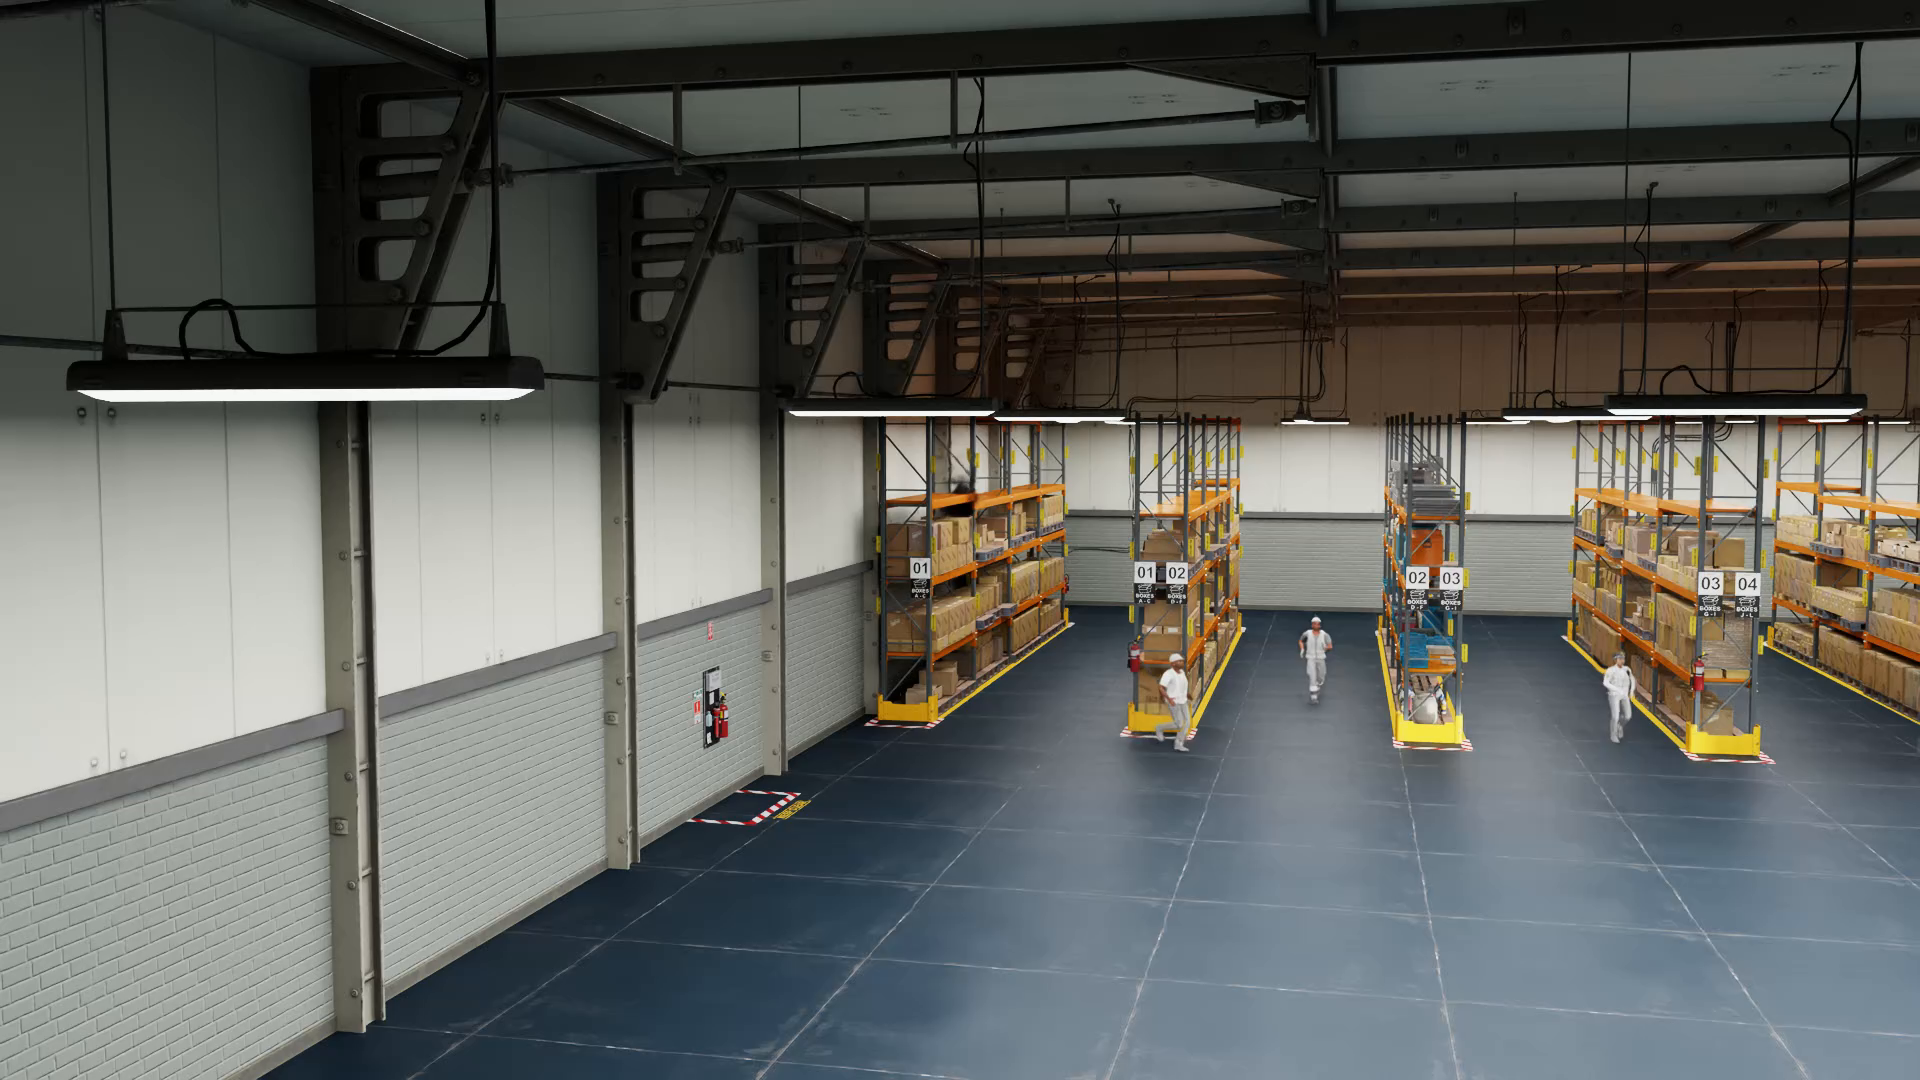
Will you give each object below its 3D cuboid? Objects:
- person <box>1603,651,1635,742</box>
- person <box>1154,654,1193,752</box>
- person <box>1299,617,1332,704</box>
[{"bbox_3d":[12.013,2.850,30.209,0.642,1.658,0.551,0,4,-2],"label":"person"},{"bbox_3d":[3.819,2.873,29.540,0.690,1.727,0.716,4,5,42],"label":"person"},{"bbox_3d":[7.391,2.484,34.543,0.665,1.766,0.981,0,4,5],"label":"person"}]
